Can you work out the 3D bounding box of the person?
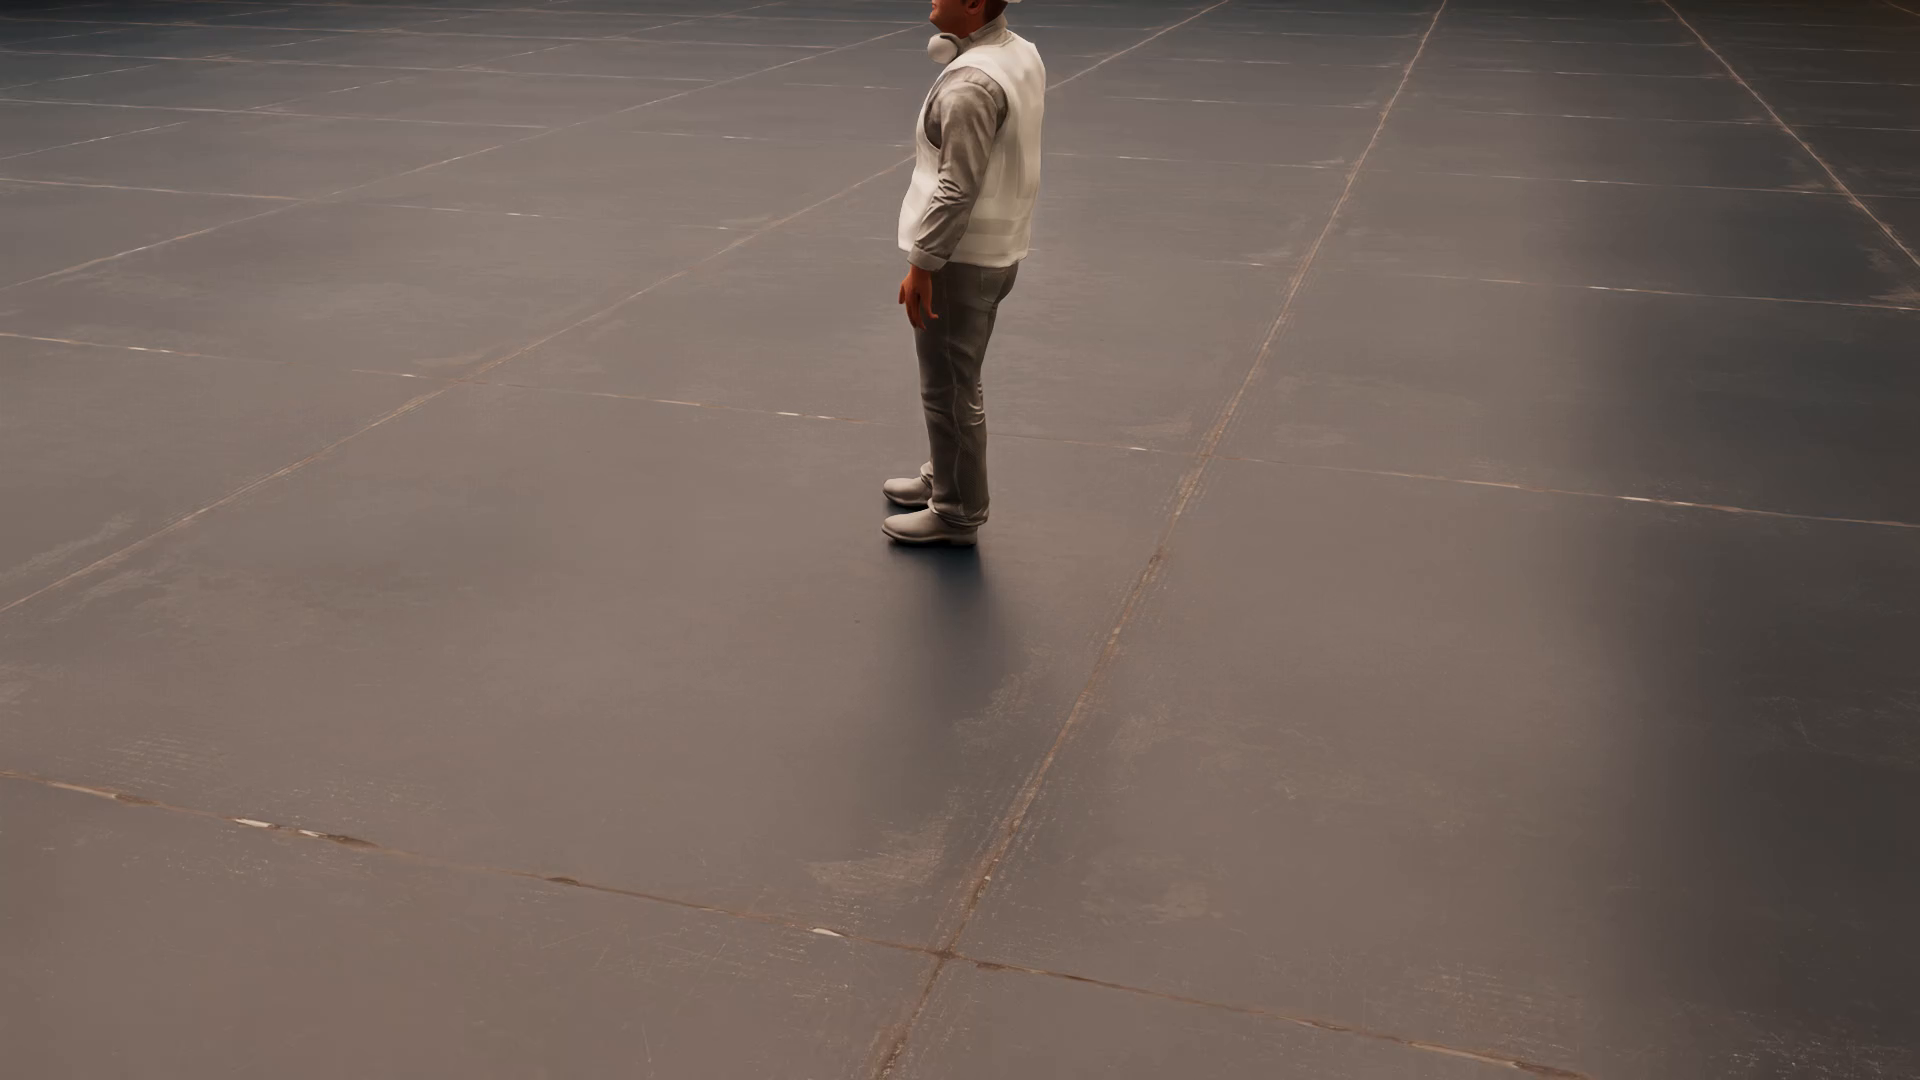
[{"bbox_3d":[-0.056,-0.837,4.804,0.568,1.773,0.632,7,23,16],"label":"person"}]
